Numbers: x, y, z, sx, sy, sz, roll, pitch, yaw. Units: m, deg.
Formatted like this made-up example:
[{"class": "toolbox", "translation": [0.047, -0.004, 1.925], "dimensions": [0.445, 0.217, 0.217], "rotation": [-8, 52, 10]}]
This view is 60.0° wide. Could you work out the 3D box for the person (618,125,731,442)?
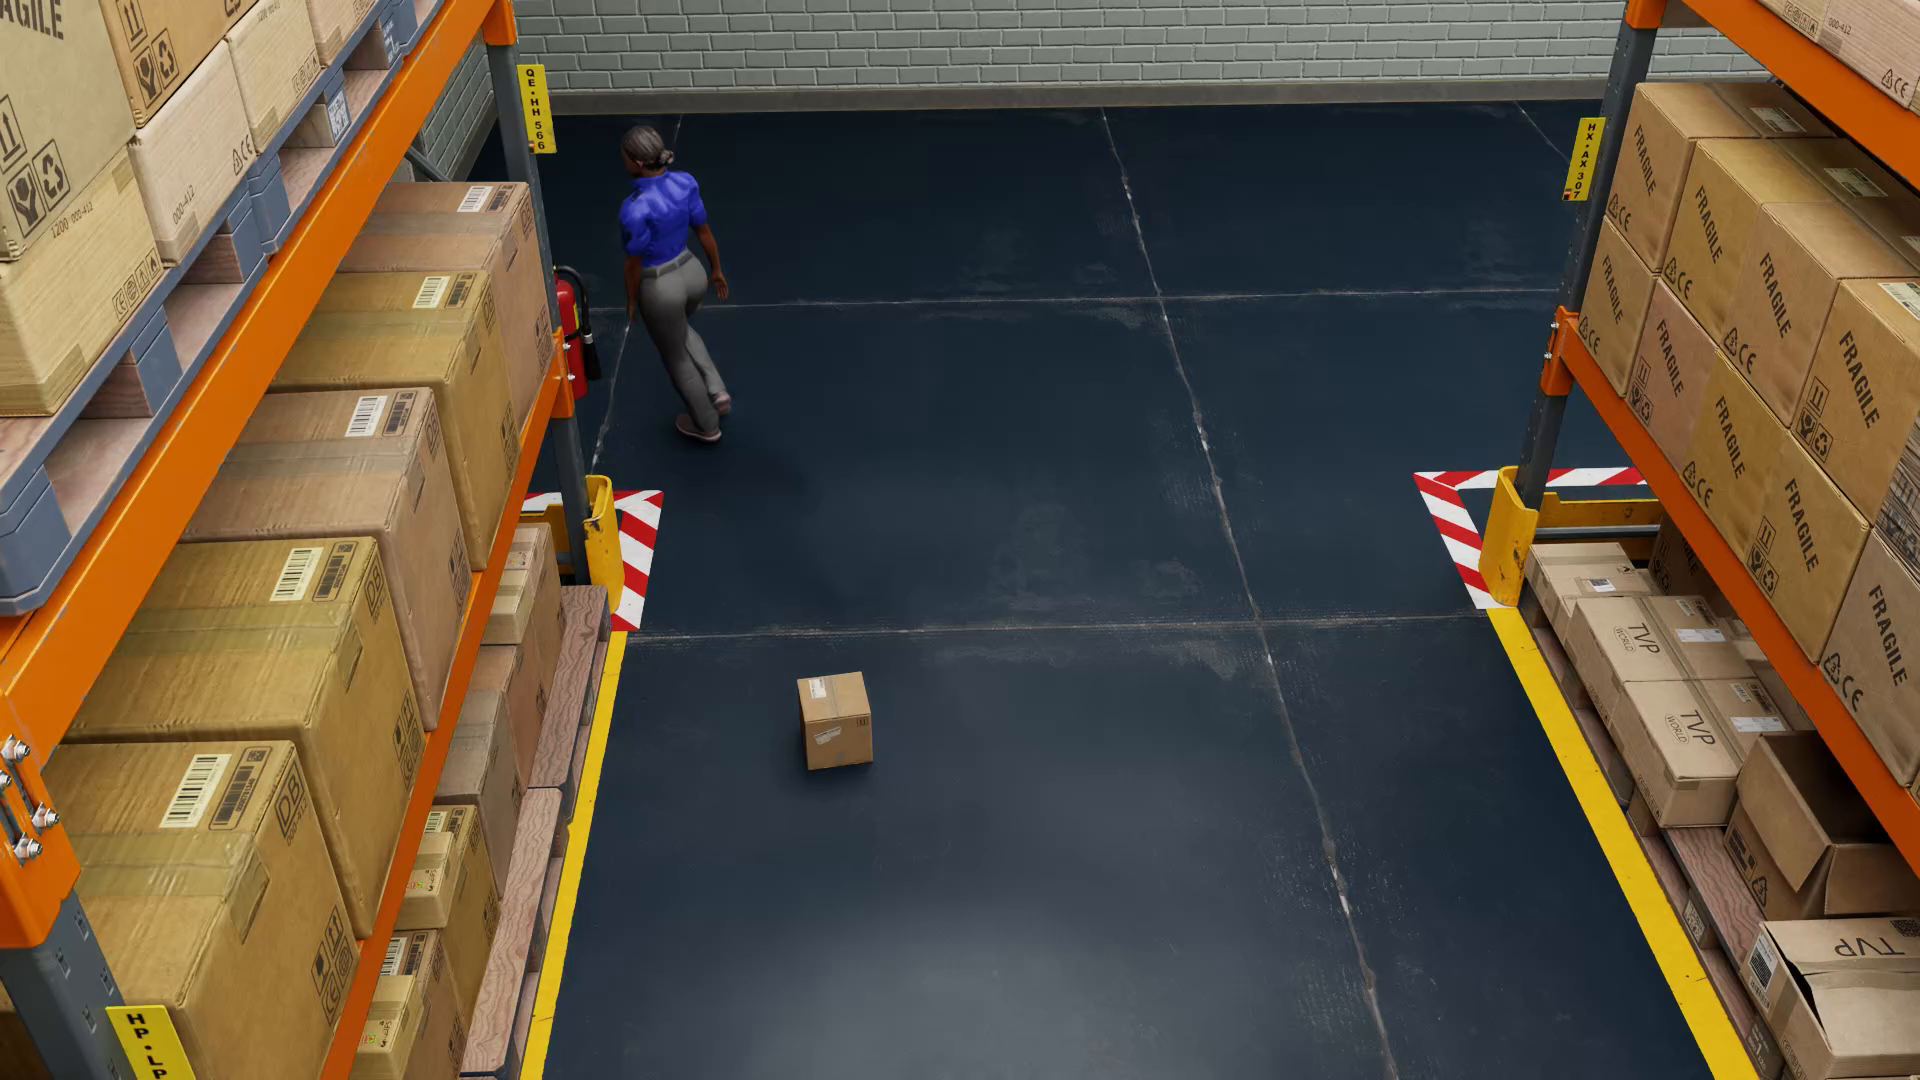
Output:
[{"class": "person", "translation": [-1.382, -1.184, 7.807], "dimensions": [0.421, 1.674, 0.552], "rotation": [23, 41, 28]}]
